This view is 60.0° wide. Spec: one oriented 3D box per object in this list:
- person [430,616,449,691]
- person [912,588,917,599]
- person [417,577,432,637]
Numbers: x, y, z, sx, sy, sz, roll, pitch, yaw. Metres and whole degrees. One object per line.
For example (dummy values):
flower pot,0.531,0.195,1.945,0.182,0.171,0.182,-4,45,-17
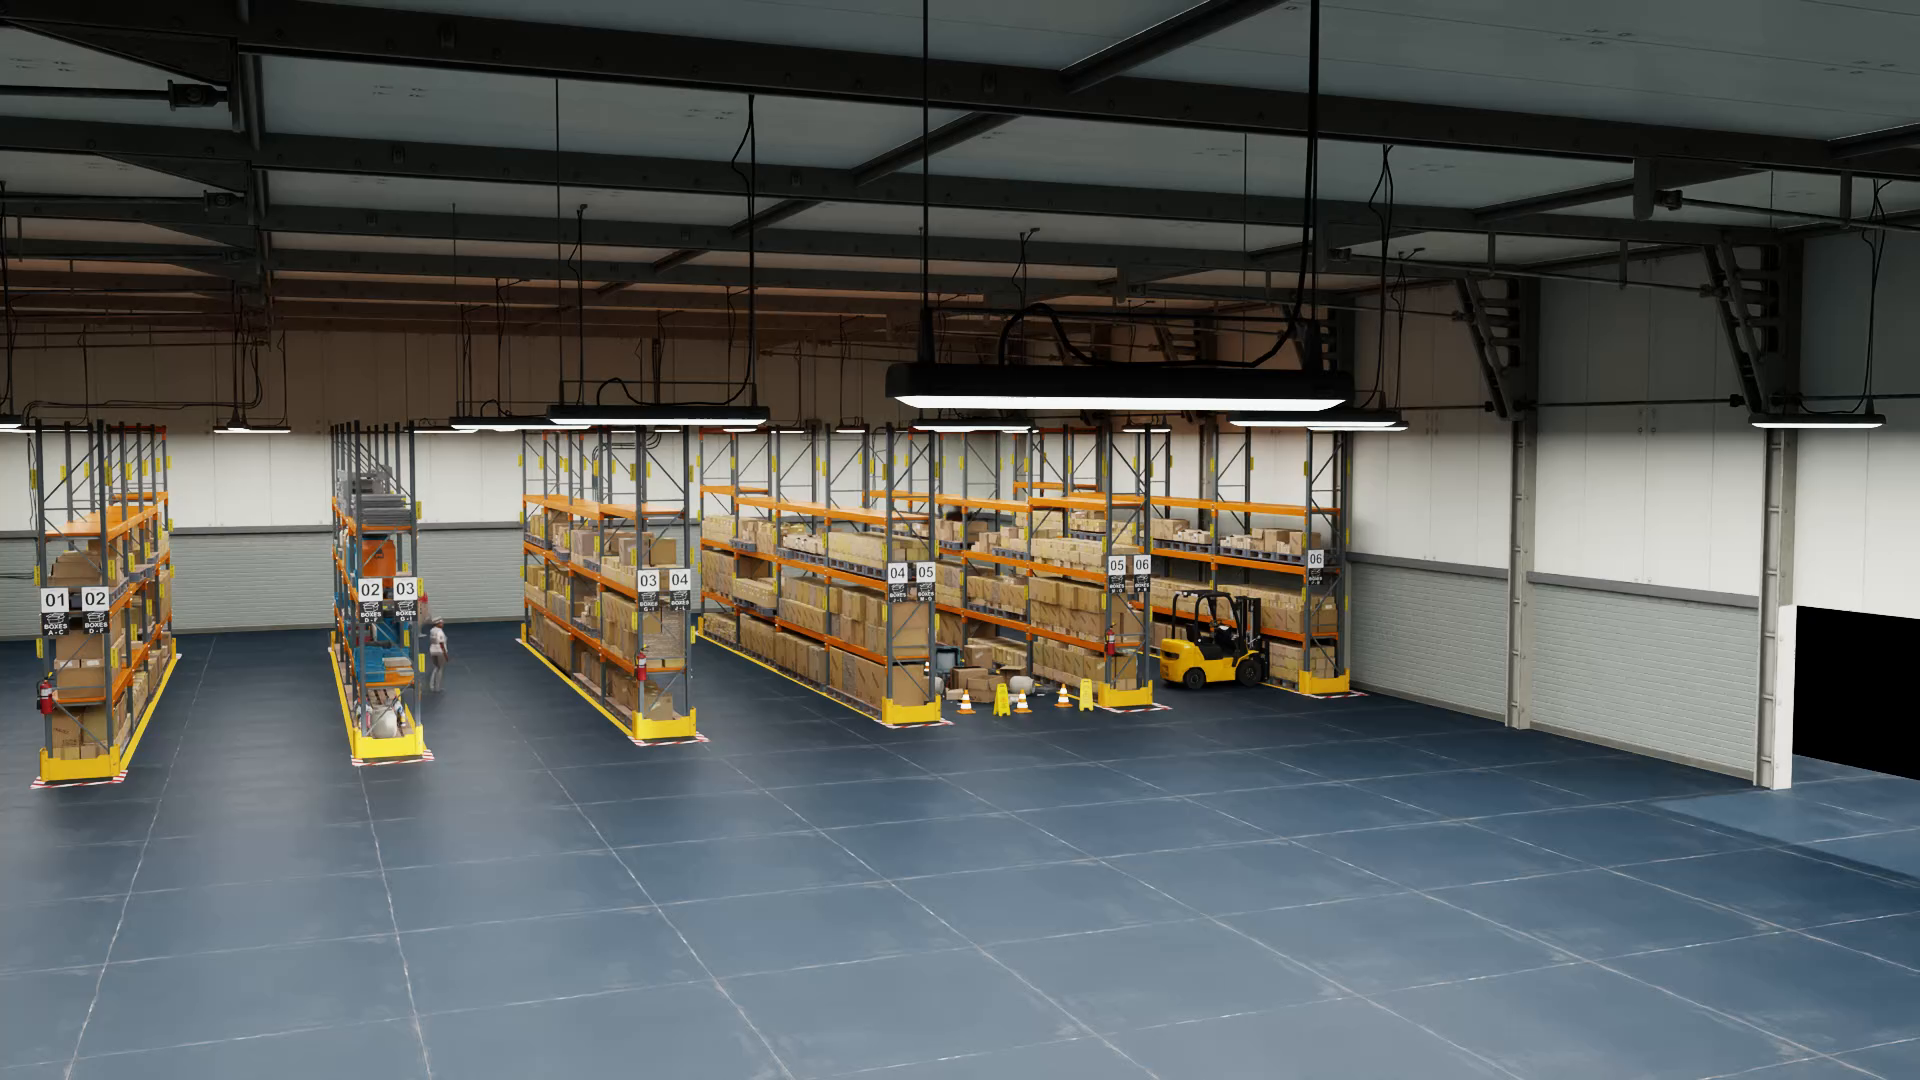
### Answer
person,-11.658,2.545,37.249,0.468,1.700,0.422,2,4,24
person,-1.070,2.011,41.272,0.509,1.681,0.439,-1,4,-16
person,-15.264,1.905,47.220,0.449,1.735,0.552,-1,4,-12
